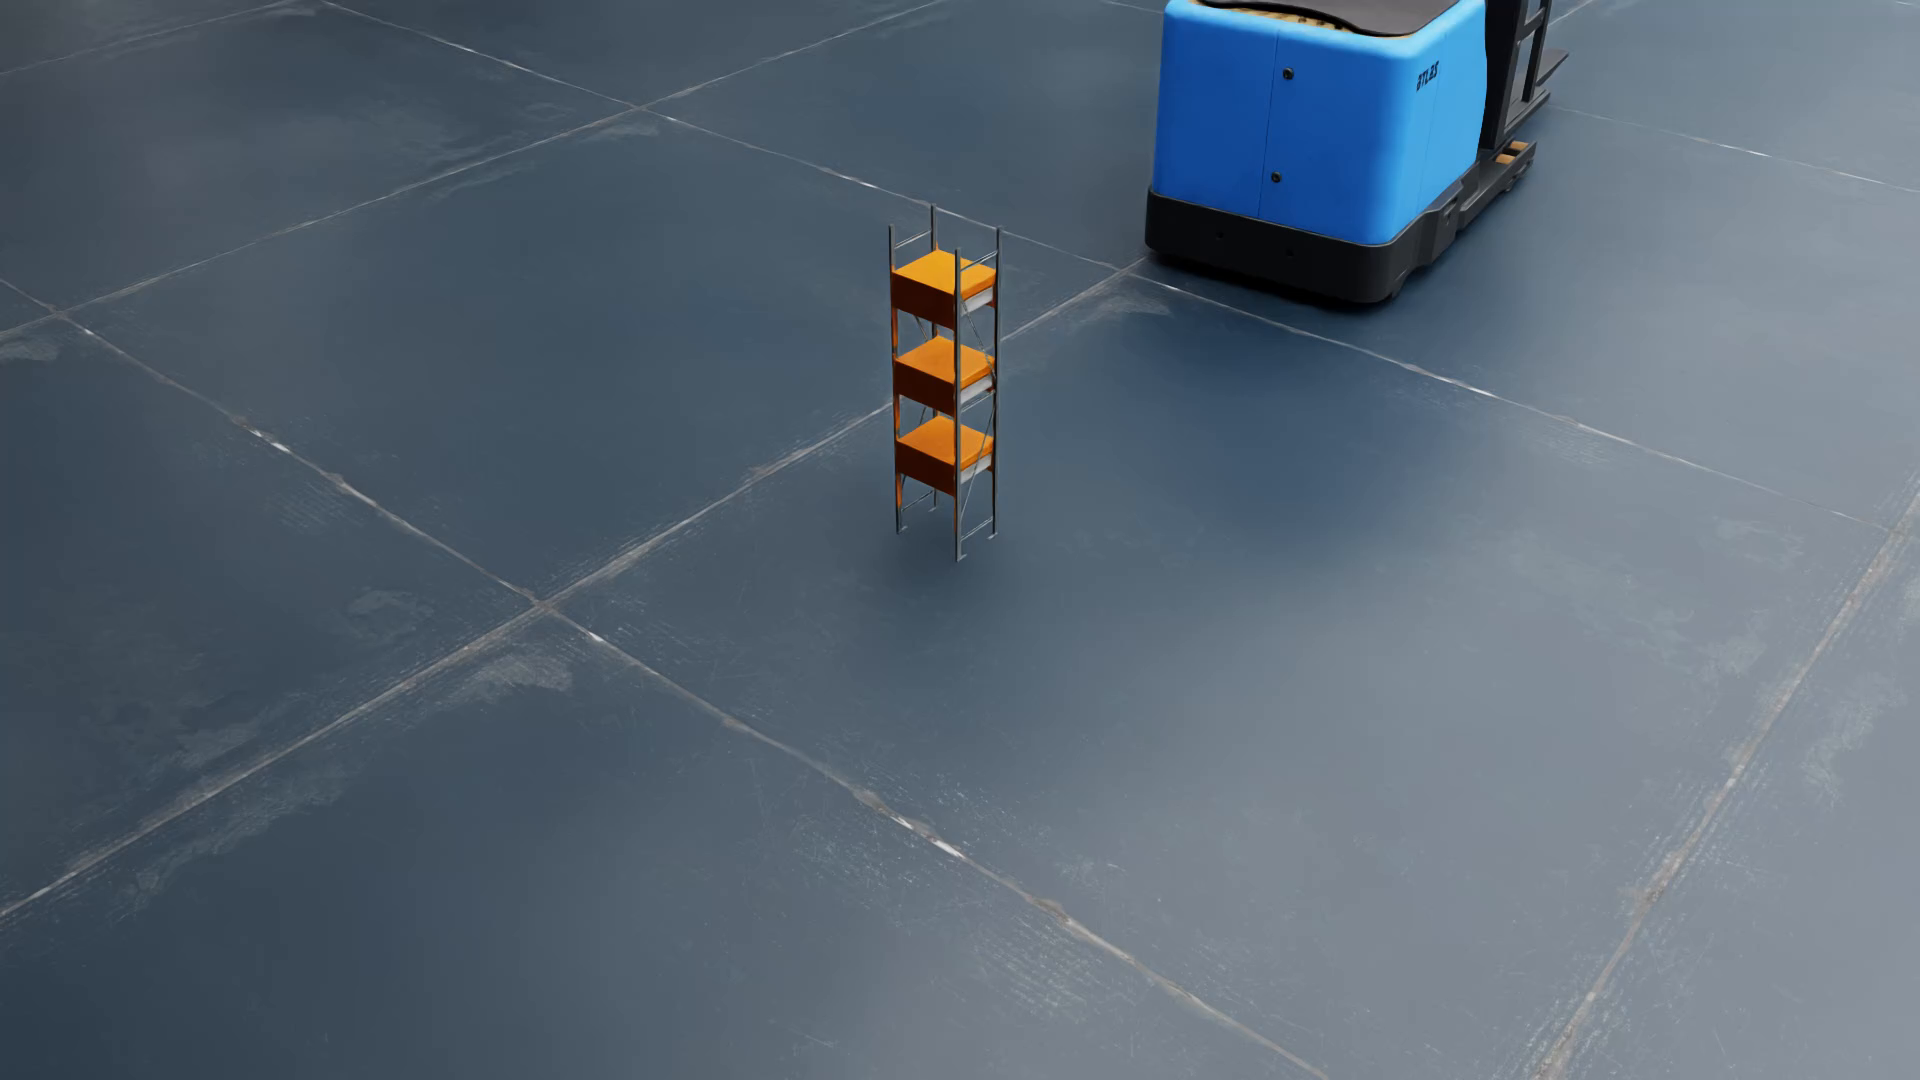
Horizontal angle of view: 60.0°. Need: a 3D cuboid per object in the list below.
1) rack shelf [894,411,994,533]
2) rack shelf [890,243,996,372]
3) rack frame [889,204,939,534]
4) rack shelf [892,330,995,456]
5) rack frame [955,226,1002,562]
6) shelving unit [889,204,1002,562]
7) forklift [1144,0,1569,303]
[{"bbox_3d":[-0.041,-0.214,5.144,0.240,0.259,0.215,25,42,32],"label":"rack shelf"},{"bbox_3d":[-0.041,-0.677,4.826,0.240,0.259,0.215,25,42,32],"label":"rack shelf"},{"bbox_3d":[-0.135,-0.496,5.045,0.008,1.050,0.200,25,42,32],"label":"rack frame"},{"bbox_3d":[-0.041,-0.443,4.987,0.240,0.259,0.215,25,42,32],"label":"rack shelf"},{"bbox_3d":[0.053,-0.408,4.917,0.008,1.050,0.200,25,42,32],"label":"rack frame"},{"bbox_3d":[-0.041,-0.452,4.981,0.252,1.050,0.215,25,42,32],"label":"shelving unit"},{"bbox_3d":[2.000,-2.923,6.918,1.130,2.935,3.031,20,39,27],"label":"forklift"}]
